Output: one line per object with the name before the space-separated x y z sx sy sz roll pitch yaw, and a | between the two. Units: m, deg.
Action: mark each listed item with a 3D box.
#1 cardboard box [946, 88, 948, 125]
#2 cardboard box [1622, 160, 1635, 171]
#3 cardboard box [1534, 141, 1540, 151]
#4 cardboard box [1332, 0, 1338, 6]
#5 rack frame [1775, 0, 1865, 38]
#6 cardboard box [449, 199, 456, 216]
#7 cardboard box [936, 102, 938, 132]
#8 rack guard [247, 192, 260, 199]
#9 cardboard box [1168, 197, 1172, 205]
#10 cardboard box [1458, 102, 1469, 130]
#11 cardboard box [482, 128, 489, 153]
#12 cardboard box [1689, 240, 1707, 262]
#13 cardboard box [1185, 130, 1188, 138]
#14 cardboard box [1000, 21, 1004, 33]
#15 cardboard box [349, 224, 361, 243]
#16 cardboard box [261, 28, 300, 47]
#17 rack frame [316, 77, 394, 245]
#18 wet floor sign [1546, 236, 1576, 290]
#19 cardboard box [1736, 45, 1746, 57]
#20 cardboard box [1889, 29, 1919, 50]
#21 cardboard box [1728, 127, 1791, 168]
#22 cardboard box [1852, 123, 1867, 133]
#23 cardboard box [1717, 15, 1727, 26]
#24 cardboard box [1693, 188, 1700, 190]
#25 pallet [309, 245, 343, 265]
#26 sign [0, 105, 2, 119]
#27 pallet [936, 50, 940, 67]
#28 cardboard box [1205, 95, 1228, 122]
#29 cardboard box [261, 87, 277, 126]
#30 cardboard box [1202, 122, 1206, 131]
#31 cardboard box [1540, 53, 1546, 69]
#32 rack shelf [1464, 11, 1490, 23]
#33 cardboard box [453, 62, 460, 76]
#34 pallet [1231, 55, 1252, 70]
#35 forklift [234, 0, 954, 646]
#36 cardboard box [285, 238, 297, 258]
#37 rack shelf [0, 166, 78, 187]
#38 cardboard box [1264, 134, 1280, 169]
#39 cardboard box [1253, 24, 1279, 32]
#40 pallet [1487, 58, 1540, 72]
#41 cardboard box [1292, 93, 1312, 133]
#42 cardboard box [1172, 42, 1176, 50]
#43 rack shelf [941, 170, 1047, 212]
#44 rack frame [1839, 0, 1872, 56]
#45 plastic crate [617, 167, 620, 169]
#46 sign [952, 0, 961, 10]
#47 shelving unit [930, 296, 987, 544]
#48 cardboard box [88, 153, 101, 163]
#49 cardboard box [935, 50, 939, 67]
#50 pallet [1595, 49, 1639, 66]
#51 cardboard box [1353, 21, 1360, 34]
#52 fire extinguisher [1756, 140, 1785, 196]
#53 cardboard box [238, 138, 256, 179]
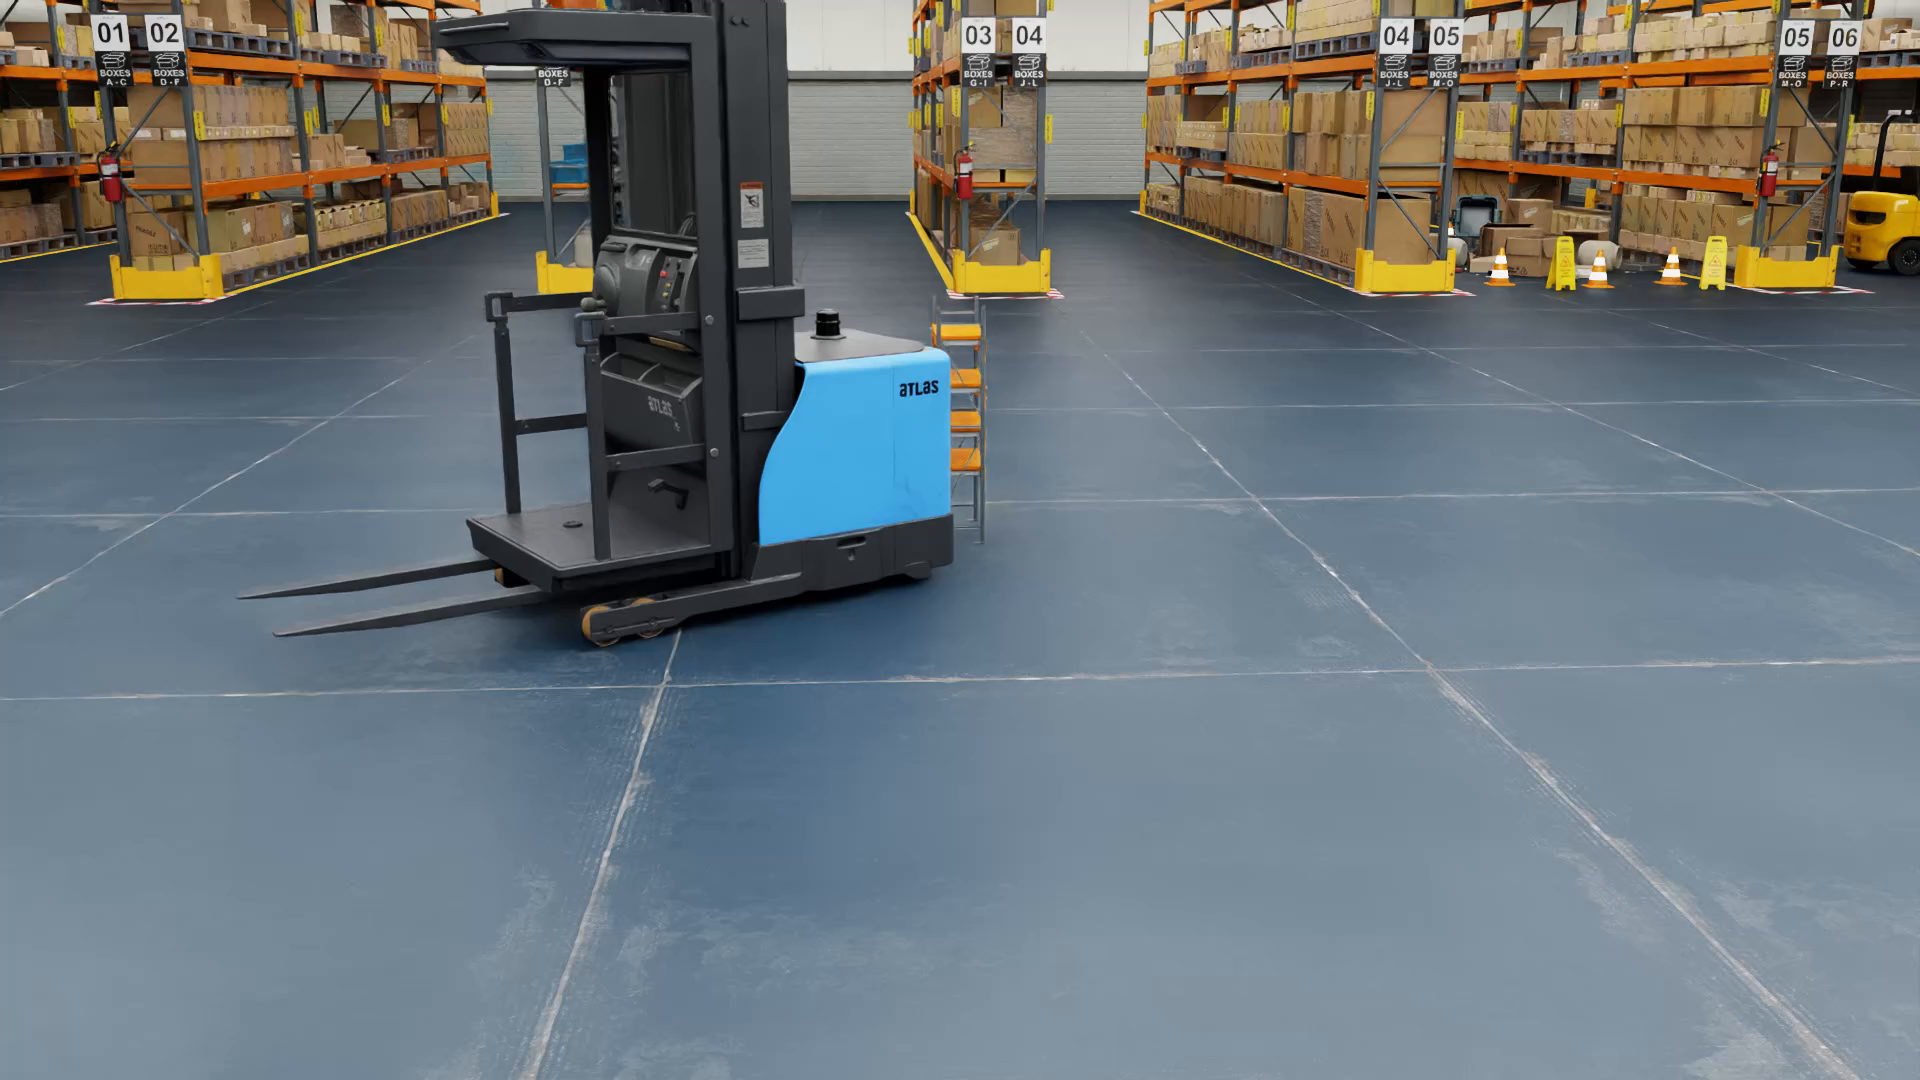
cardboard box | 0.072 -5.922 22.717 0.500 0.500 0.500 -1 14 -3
cardboard box | 9.855 -5.433 24.127 0.380 0.149 0.250 -1 14 -4
cardboard box | 9.698 -6.491 27.397 0.380 0.149 0.250 -2 15 -7
cardboard box | 5.016 -6.969 21.431 0.380 0.149 0.250 -1 14 -3
rack frame | 10.404 -7.549 19.805 1.000 3.000 0.127 -1 14 -3
cardboard box | -9.928 -6.341 31.666 0.500 0.311 0.500 -1 14 -3
cardboard box | -0.049 -7.358 28.891 0.797 0.503 0.637 -1 14 -2
rack guard | -15.311 -7.035 34.867 1.175 0.500 0.348 -1 14 -3
cardboard box | 4.326 -6.700 32.827 0.380 0.149 0.250 -1 14 -5
cardboard box | 9.489 -7.796 30.597 0.500 0.500 0.500 -1 14 -5
cardboard box | -10.066 -8.259 34.404 0.500 0.500 0.500 0 14 -2
cardboard box | 10.061 -3.841 22.110 0.500 0.250 0.500 -1 14 -3
cardboard box | 4.343 -7.453 30.540 0.380 0.149 0.250 -2 15 -6
cardboard box | 0.669 -6.262 20.327 0.380 0.149 0.250 -1 14 -4
cardboard box | -9.496 -4.691 25.415 0.500 0.250 0.500 -1 14 -2
cardboard box | -9.651 -7.070 23.423 0.500 0.250 0.500 1 14 2
rack frame | -9.870 -6.328 27.100 1.000 3.000 0.127 -1 14 -3
wet floor sign | 7.448 -3.425 20.542 0.267 0.644 0.232 -3 15 -13
cardboard box | 10.072 -6.187 21.036 0.380 0.149 0.250 0 14 -2
cardboard box | 14.774 -7.744 25.720 0.500 0.311 0.500 -1 14 -5
cardboard box | 10.095 -4.966 21.011 0.500 0.500 0.500 -1 14 -4
cardboard box | 14.678 -6.668 26.921 0.380 0.149 0.250 -1 14 -2
cardboard box | 10.114 -6.758 21.657 0.380 0.149 0.250 -1 14 -5
cardboard box | 14.420 -6.574 32.232 0.500 0.500 0.500 0 14 -1
pallet | -9.707 -4.165 24.291 1.003 0.211 1.213 -1 14 -3
sign | -15.368 -6.802 26.619 0.100 0.325 0.005 -1 14 -3
pallet | 0.266 -7.260 25.080 1.213 0.211 1.003 -1 14 -3
cardboard box | 4.941 -8.319 32.034 0.500 0.500 0.500 -1 14 -2
cardboard box | -9.556 -5.774 22.143 0.700 0.500 0.500 -1 14 -4
cardboard box | 4.436 -7.210 28.996 0.380 0.149 0.250 0 14 -2
cardboard box | 9.774 -7.876 27.367 0.396 0.266 0.258 -1 14 -3
rack shelf | 9.537 -10.488 33.477 1.077 0.370 4.000 -1 14 -3
cardboard box | -9.958 -9.076 32.063 0.500 0.250 0.500 -1 14 -3
pallet | 5.067 -7.733 26.922 1.213 0.211 1.003 0 14 -1
forklift | -1.526 -1.132 7.043 3.031 2.935 1.130 -10 18 -34
cardboard box | -9.354 -3.968 22.605 0.500 0.250 0.500 -1 14 -3
rack shelf | -14.690 -5.405 24.956 1.077 0.370 4.000 -1 14 -3
cardboard box | 4.891 -5.836 24.989 0.500 0.500 0.500 -1 14 -4
cardboard box | 5.192 -8.636 28.315 0.396 0.266 0.258 -1 14 -3
pallet | 9.815 -8.153 28.555 1.213 0.211 1.003 0 14 -1
cardboard box | 5.210 -6.040 23.513 0.875 0.550 0.550 -1 14 -3
cardboard box | 4.361 -9.674 32.583 0.380 0.149 0.250 -1 15 -6
rack shelf | 0.389 -4.639 21.981 1.077 0.370 4.000 -1 14 -3
rack frame | 14.862 -9.616 27.840 1.000 3.000 0.127 -1 14 -3
plastic crate | -4.325 -4.881 22.006 0.530 0.136 0.437 -1 14 -3
sign | -0.042 -6.368 19.460 0.100 0.325 0.005 -1 14 -3
shelving unit | -0.010 -0.622 8.537 0.258 1.200 0.503 -1 14 -3
cardboard box | -14.542 -6.354 27.666 0.380 0.149 0.250 0 14 -2
cardboard box | -0.135 -7.484 25.874 0.500 0.250 0.500 -1 14 -2
pallet | 10.224 -7.155 24.672 1.213 0.211 1.003 -1 14 -3
cardboard box | 5.079 -6.328 20.544 0.380 0.149 0.250 -1 14 -3
fire extinguisher | 9.951 -4.570 20.424 0.296 0.674 0.183 -1 14 -3
cardboard box | -9.489 -4.888 21.303 0.700 0.500 0.500 0 14 -2
